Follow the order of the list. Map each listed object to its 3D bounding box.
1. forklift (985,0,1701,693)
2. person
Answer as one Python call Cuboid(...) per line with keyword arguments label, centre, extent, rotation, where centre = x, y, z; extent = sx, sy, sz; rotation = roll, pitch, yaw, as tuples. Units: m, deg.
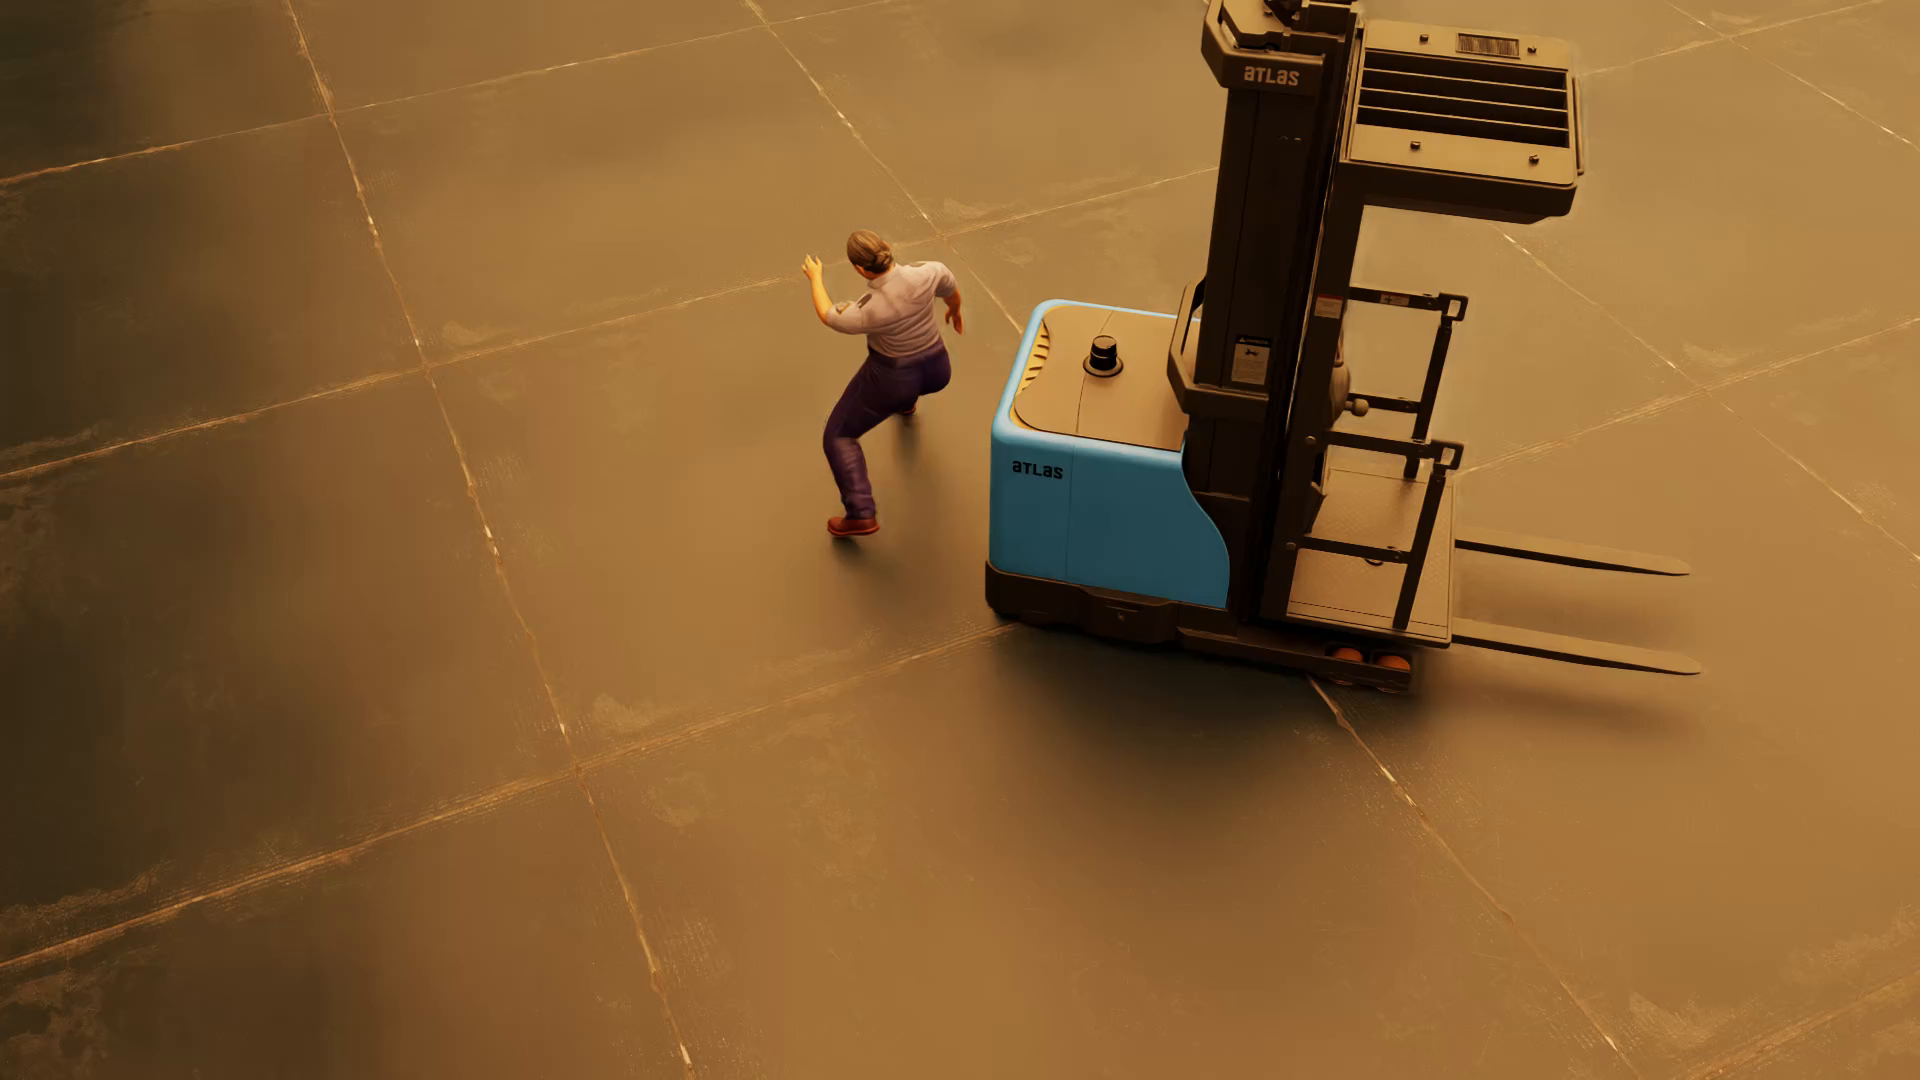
Cuboid(label="forklift", centre=(1.686, -0.819, 6.557), extent=(3.031, 2.935, 1.130), rotation=(9, 44, 10))
Cuboid(label="person", centre=(-0.415, -0.899, 7.735), extent=(0.958, 1.427, 1.016), rotation=(-27, 49, -26))
